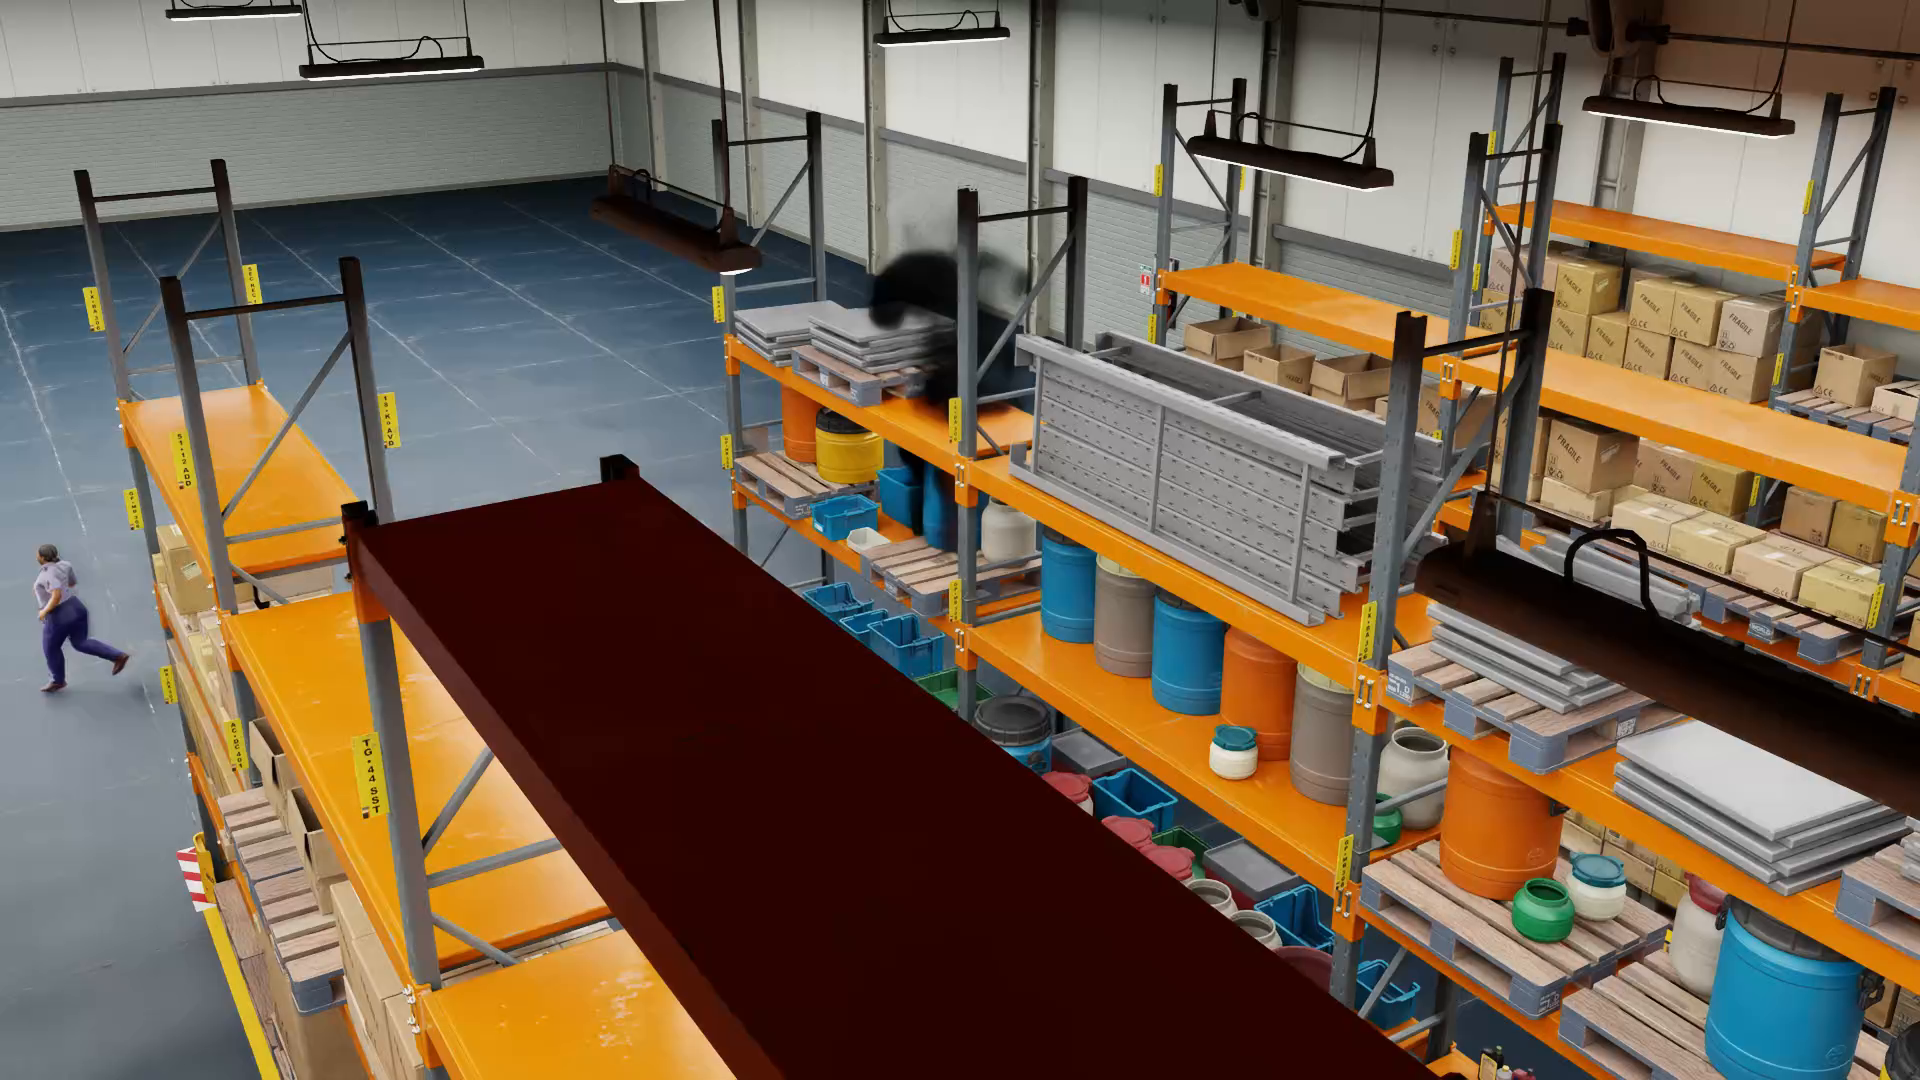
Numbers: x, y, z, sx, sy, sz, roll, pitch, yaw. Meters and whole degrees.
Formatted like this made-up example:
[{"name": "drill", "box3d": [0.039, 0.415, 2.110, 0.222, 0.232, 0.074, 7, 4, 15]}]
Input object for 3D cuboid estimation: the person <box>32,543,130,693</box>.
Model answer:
[{"name": "person", "box3d": [-9.222, 0.809, 17.205, 0.914, 1.655, 0.615, 1, 22, 3]}]
